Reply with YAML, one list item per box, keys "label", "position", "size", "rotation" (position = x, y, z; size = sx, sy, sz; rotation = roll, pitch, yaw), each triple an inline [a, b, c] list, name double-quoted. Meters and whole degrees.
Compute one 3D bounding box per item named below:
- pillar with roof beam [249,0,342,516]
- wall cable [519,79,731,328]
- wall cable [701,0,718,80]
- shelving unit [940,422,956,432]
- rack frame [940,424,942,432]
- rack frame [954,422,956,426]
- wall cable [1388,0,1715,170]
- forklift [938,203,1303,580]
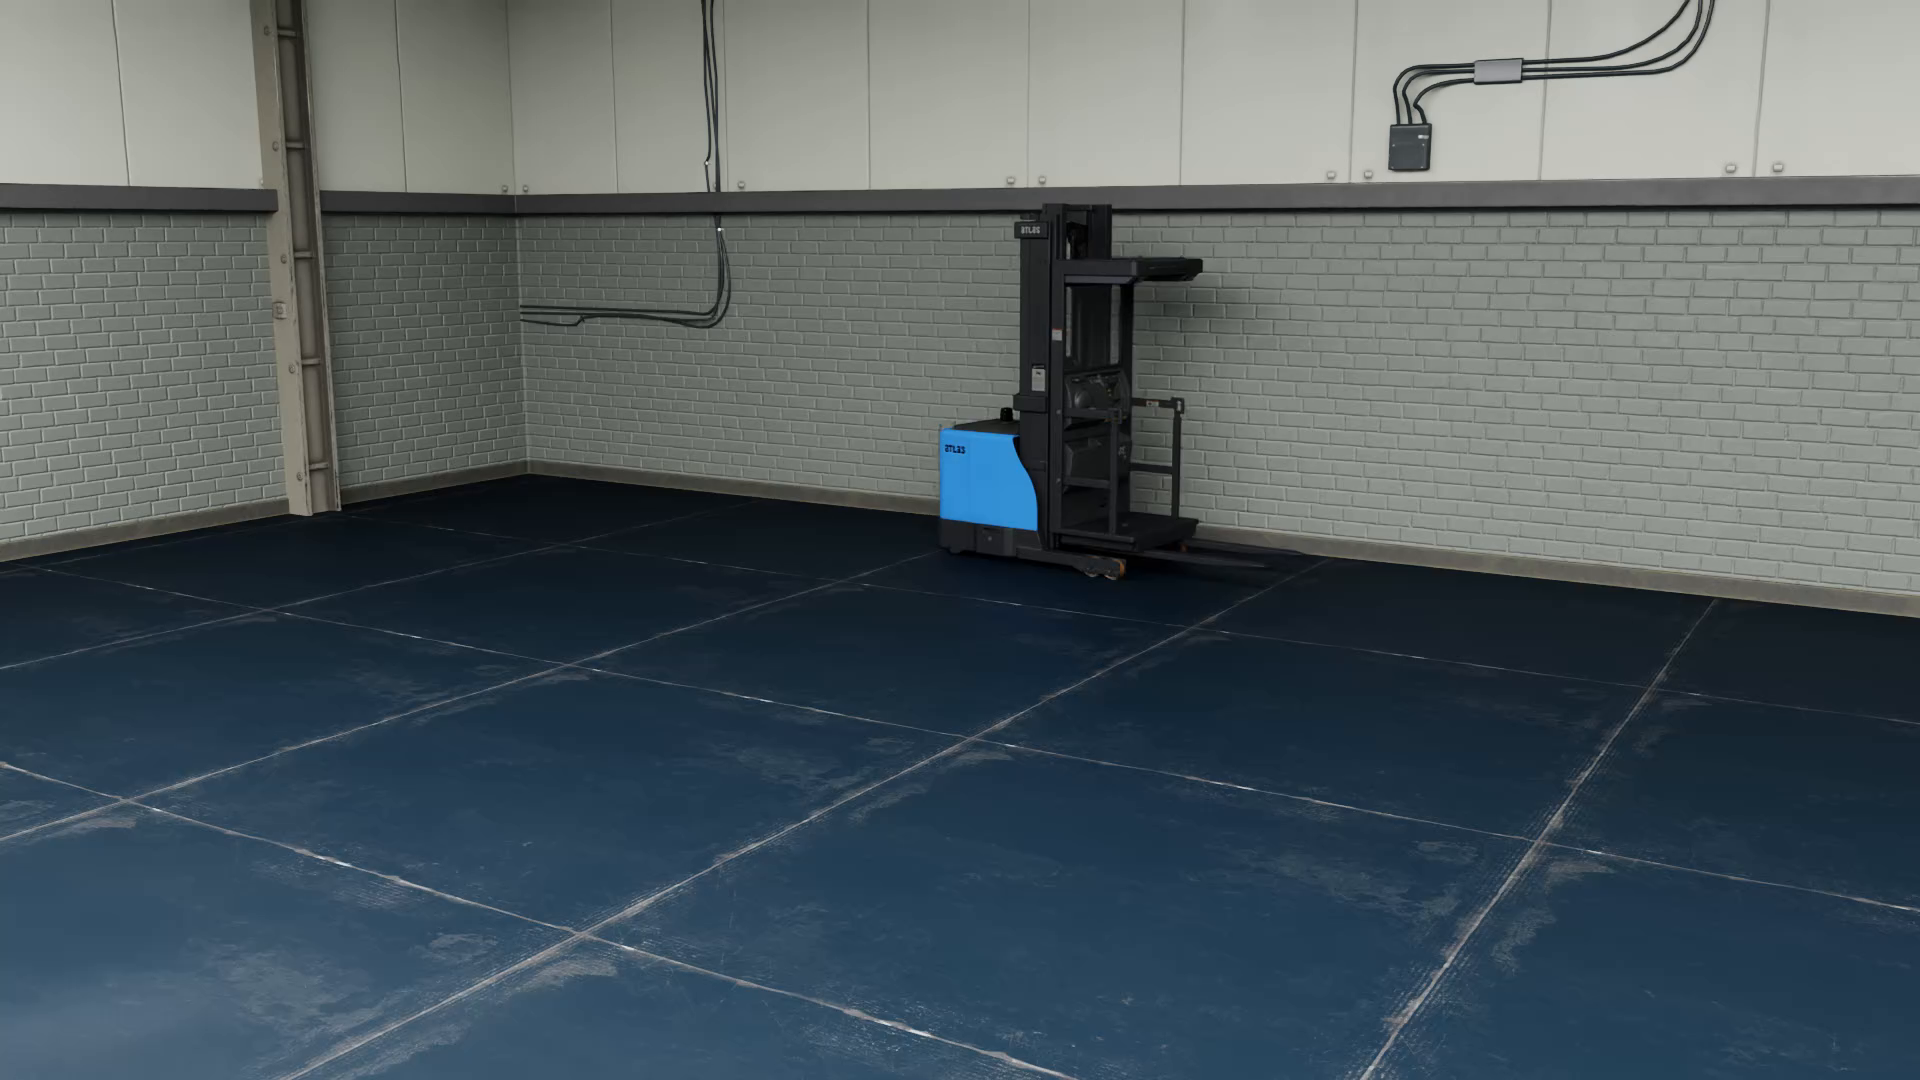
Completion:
- label: "pillar with roof beam"
  position: [-2.666, -4.291, 13.332]
  size: [9.100, 9.000, 0.400]
  rotation: [6, 12, 31]
- label: "wall cable"
  position: [-3.686, -3.513, 17.615]
  size: [3.097, 2.526, 0.112]
  rotation: [6, 12, 31]
- label: "wall cable"
  position: [-1.374, -5.737, 15.770]
  size: [3.097, 2.526, 0.112]
  rotation: [6, 12, 31]
- label: "shelving unit"
  position: [-0.028, -0.508, 14.727]
  size: [0.215, 1.050, 0.252]
  rotation: [6, 12, 31]
- label: "rack frame"
  position: [-0.091, -0.488, 14.625]
  size: [0.200, 1.050, 0.008]
  rotation: [6, 12, 31]
- label: "rack frame"
  position: [0.036, -0.527, 14.830]
  size: [0.200, 1.050, 0.008]
  rotation: [6, 12, 31]
- label: "wall cable"
  position: [4.420, -5.801, 12.159]
  size: [2.305, 6.003, 0.169]
  rotation: [6, 12, 31]
- label: "forklift"
  position: [1.295, -1.235, 13.503]
  size: [3.031, 2.935, 1.130]
  rotation: [8, 13, 36]
